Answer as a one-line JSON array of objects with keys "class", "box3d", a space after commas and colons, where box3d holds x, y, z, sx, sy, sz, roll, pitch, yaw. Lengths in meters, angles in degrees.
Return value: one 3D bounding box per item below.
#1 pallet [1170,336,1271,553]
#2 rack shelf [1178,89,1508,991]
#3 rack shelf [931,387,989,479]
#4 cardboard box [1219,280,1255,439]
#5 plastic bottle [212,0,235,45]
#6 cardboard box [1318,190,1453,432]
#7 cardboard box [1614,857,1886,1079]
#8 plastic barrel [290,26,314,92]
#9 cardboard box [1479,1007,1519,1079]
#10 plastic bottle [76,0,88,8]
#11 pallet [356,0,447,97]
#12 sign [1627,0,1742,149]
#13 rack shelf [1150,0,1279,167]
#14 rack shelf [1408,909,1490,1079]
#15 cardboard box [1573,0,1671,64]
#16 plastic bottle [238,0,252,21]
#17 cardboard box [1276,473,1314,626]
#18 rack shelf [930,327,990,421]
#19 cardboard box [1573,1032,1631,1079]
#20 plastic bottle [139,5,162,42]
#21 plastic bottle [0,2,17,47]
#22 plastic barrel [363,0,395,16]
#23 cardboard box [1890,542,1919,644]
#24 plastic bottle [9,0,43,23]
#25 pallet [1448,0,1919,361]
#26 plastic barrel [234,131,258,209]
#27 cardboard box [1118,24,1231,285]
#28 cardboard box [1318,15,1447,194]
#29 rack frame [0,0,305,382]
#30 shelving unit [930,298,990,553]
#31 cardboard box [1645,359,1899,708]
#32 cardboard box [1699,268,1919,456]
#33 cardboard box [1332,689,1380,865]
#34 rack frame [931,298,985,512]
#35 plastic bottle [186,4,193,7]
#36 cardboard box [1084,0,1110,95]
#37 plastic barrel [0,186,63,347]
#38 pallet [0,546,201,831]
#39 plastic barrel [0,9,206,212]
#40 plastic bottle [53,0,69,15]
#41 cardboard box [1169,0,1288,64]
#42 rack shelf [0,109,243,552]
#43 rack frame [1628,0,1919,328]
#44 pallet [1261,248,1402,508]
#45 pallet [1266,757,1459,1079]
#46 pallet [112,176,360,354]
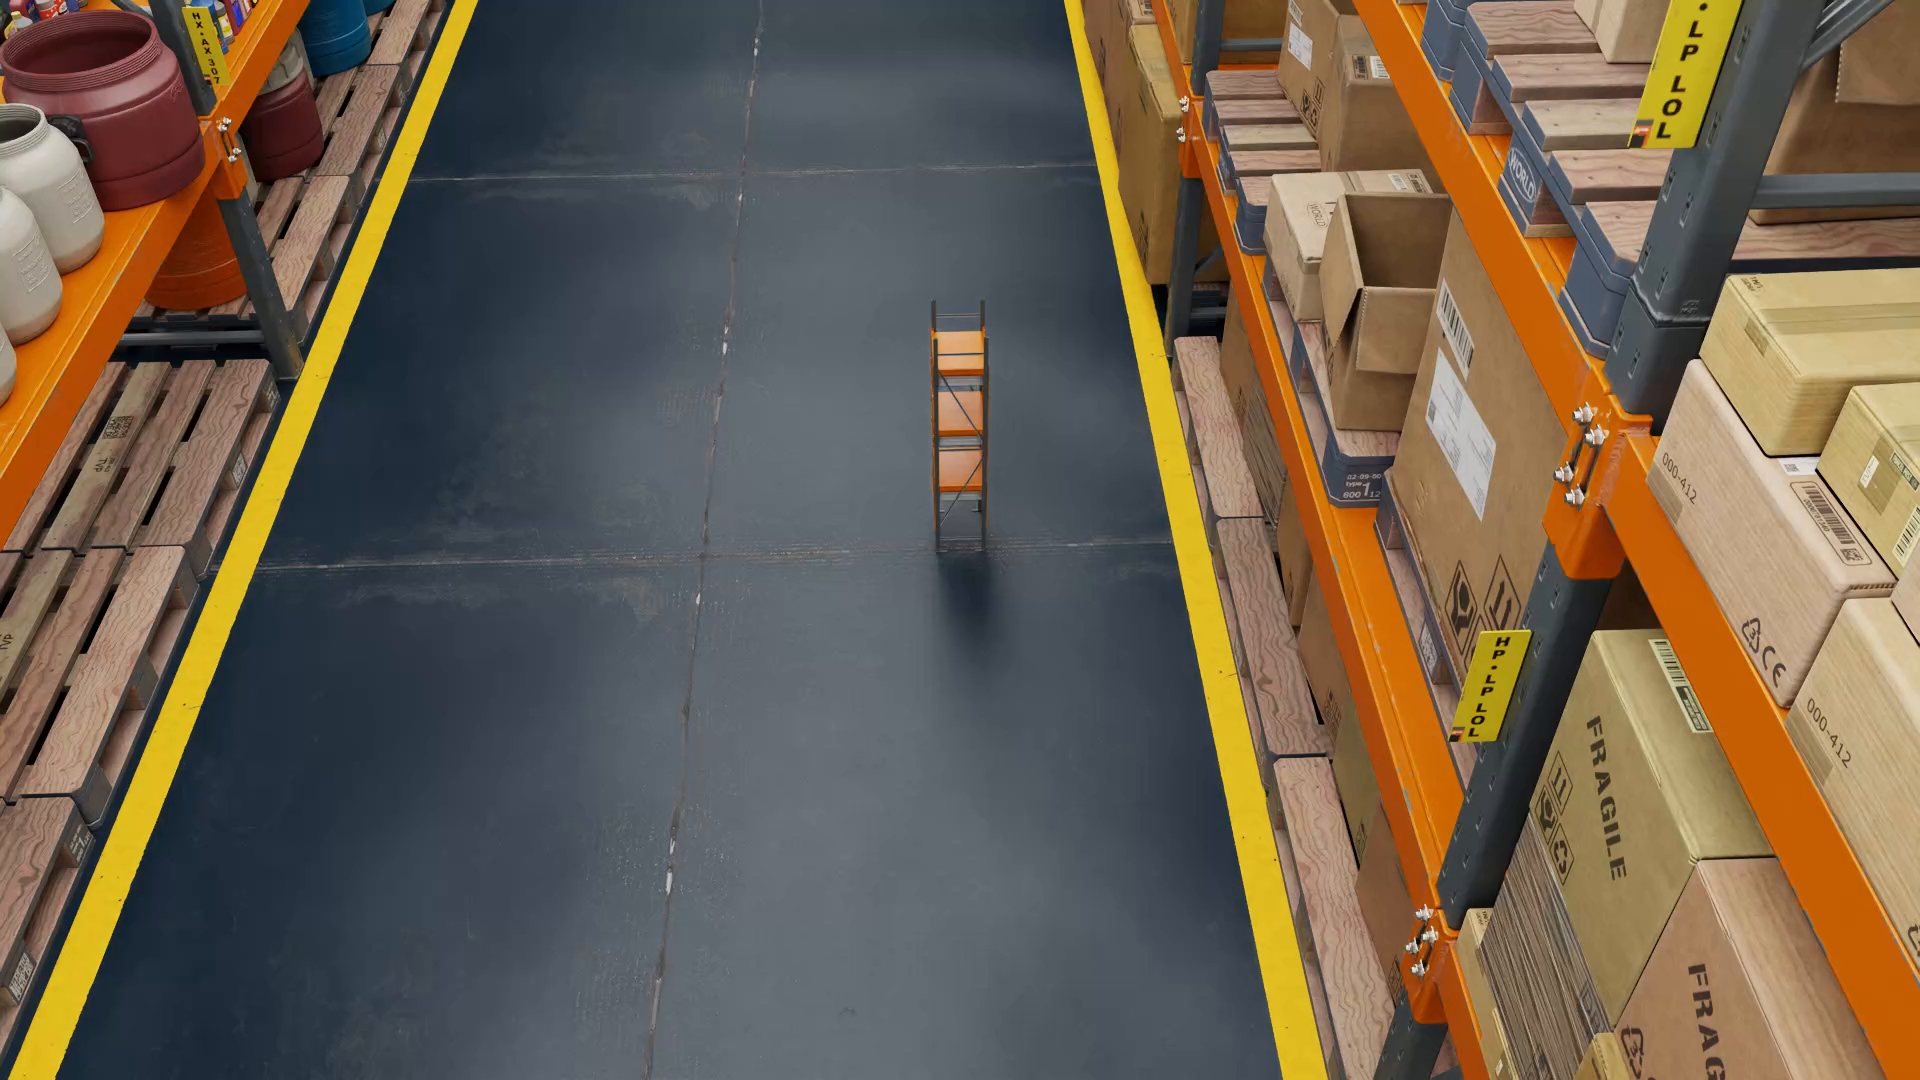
[{"class": "pallet", "box3d": [1.480, -0.438, 7.072, 1.003, 0.211, 1.213, -2, 43, -2]}, {"class": "rack shelf", "box3d": [1.533, -0.379, 5.476, 1.077, 0.370, 4.000, -2, 43, -2]}, {"class": "rack shelf", "box3d": [-0.002, -0.415, 6.442, 0.215, 0.259, 0.240, -2, 43, -2]}, {"class": "cardboard box", "box3d": [1.497, -0.783, 6.909, 0.700, 0.500, 0.500, -4, 43, -4]}, {"class": "plastic bottle", "box3d": [-3.177, -2.225, 7.104, 0.097, 0.201, 0.097, 0, 43, 0]}, {"class": "cardboard box", "box3d": [1.452, -0.654, 4.857, 0.797, 0.503, 0.637, 2, 43, 3]}, {"class": "cardboard box", "box3d": [1.406, 0.840, 2.580, 0.500, 0.500, 0.500, -2, 43, -2]}, {"class": "plastic barrel", "box3d": [-3.699, -2.560, 8.854, 0.421, 0.512, 0.421, 0, 43, 0]}, {"class": "cardboard box", "box3d": [1.324, 1.122, 3.492, 0.380, 0.149, 0.250, -2, 43, -2]}, {"class": "plastic bottle", "box3d": [-3.952, -2.471, 7.373, 0.097, 0.201, 0.097, 0, 43, 0]}, {"class": "pallet", "box3d": [-3.679, -3.002, 9.869, 1.003, 0.211, 1.213, -2, 43, -2]}, {"class": "sign", "box3d": [1.064, -0.717, 2.418, 0.100, 0.325, 0.005, -2, 43, -2]}, {"class": "rack shelf", "box3d": [1.363, -3.079, 8.422, 1.077, 0.370, 4.000, -2, 43, -2]}, {"class": "rack shelf", "box3d": [1.703, 2.322, 2.530, 1.077, 0.370, 4.000, -2, 43, -2]}, {"class": "cardboard box", "box3d": [1.478, -1.136, 3.339, 0.396, 0.266, 0.258, 0, 43, 0]}, {"class": "plastic bottle", "box3d": [-3.215, -2.420, 7.262, 0.152, 0.276, 0.135, -2, 43, -2]}, {"class": "cardboard box", "box3d": [1.564, -0.026, 6.083, 0.700, 0.500, 0.500, 2, 43, 2]}, {"class": "rack shelf", "box3d": [-0.002, -0.625, 6.250, 0.215, 0.259, 0.240, -2, 43, -2]}, {"class": "cardboard box", "box3d": [1.562, 1.204, 2.922, 0.875, 0.500, 0.500, -2, 43, -2]}, {"class": "plastic bottle", "box3d": [-3.348, -2.103, 6.916, 0.152, 0.276, 0.135, -2, 43, -2]}, {"class": "plastic bottle", "box3d": [-3.944, -2.070, 6.874, 0.061, 0.283, 0.133, -2, 43, -2]}, {"class": "plastic barrel", "box3d": [-3.664, -3.566, 9.662, 0.600, 0.901, 0.708, -2, 43, -2]}, {"class": "cardboard box", "box3d": [1.394, 0.099, 2.018, 0.380, 0.149, 0.250, -1, 43, -1]}, {"class": "plastic bottle", "box3d": [-3.953, -2.225, 7.044, 0.061, 0.283, 0.133, -2, 43, -2]}, {"class": "pallet", "box3d": [1.698, -0.750, 3.267, 1.213, 0.211, 1.003, -2, 43, -2]}, {"class": "plastic barrel", "box3d": [-3.651, -1.798, 8.022, 0.421, 0.512, 0.421, 0, 43, 0]}, {"class": "cardboard box", "box3d": [1.440, -1.832, 7.790, 1.225, 0.875, 0.875, -3, 43, -4]}, {"class": "cardboard box", "box3d": [1.635, -1.448, 5.725, 0.700, 0.500, 0.500, 4, 43, 5]}, {"class": "rack frame", "box3d": [-3.500, -1.852, 6.550, 1.000, 3.000, 0.127, -2, 43, -2]}, {"class": "shelving unit", "box3d": [-0.002, -0.423, 6.435, 0.215, 1.050, 0.252, -2, 43, -2]}, {"class": "cardboard box", "box3d": [1.382, -0.033, 2.457, 0.500, 0.250, 0.500, -3, 43, -3]}, {"class": "cardboard box", "box3d": [1.324, -0.263, 2.413, 0.380, 0.149, 0.250, -3, 43, -3]}, {"class": "cardboard box", "box3d": [1.612, 0.728, 5.260, 0.700, 0.500, 0.500, -2, 43, -2]}, {"class": "rack frame", "box3d": [-0.007, -0.505, 6.525, 0.200, 1.050, 0.008, -2, 43, -2]}, {"class": "plastic bottle", "box3d": [-3.196, -2.108, 6.921, 0.152, 0.276, 0.135, -2, 43, -2]}, {"class": "cardboard box", "box3d": [1.364, -3.031, 9.099, 1.225, 0.875, 0.875, -3, 43, -3]}, {"class": "plastic barrel", "box3d": [-3.225, -0.920, 5.451, 0.421, 0.512, 0.421, 0, 43, 0]}, {"class": "pallet", "box3d": [-3.457, 0.522, 6.025, 1.003, 0.211, 1.213, -2, 43, -2]}, {"class": "plastic barrel", "box3d": [-3.178, -1.597, 6.172, 0.600, 0.536, 0.708, -2, 43, -2]}, {"class": "plastic bottle", "box3d": [-3.944, -2.339, 7.229, 0.097, 0.201, 0.097, 0, 43, 0]}, {"class": "cardboard box", "box3d": [1.180, -2.357, 7.027, 0.500, 0.500, 0.500, 0, 43, 0]}, {"class": "rack shelf", "box3d": [-3.415, -0.236, 5.320, 1.077, 0.370, 4.000, -2, 43, -2]}, {"class": "rack frame", "box3d": [1.618, -1.505, 1.732, 1.000, 3.000, 0.127, -2, 43, -2]}, {"class": "pallet", "box3d": [1.573, -0.588, 5.314, 1.003, 0.211, 1.213, -2, 43, -2]}, {"class": "pallet", "box3d": [1.584, 1.209, 5.275, 1.003, 0.211, 1.213, -2, 43, -2]}, {"class": "pallet", "box3d": [-3.575, -1.355, 8.072, 1.003, 0.211, 1.213, -2, 43, -2]}]
